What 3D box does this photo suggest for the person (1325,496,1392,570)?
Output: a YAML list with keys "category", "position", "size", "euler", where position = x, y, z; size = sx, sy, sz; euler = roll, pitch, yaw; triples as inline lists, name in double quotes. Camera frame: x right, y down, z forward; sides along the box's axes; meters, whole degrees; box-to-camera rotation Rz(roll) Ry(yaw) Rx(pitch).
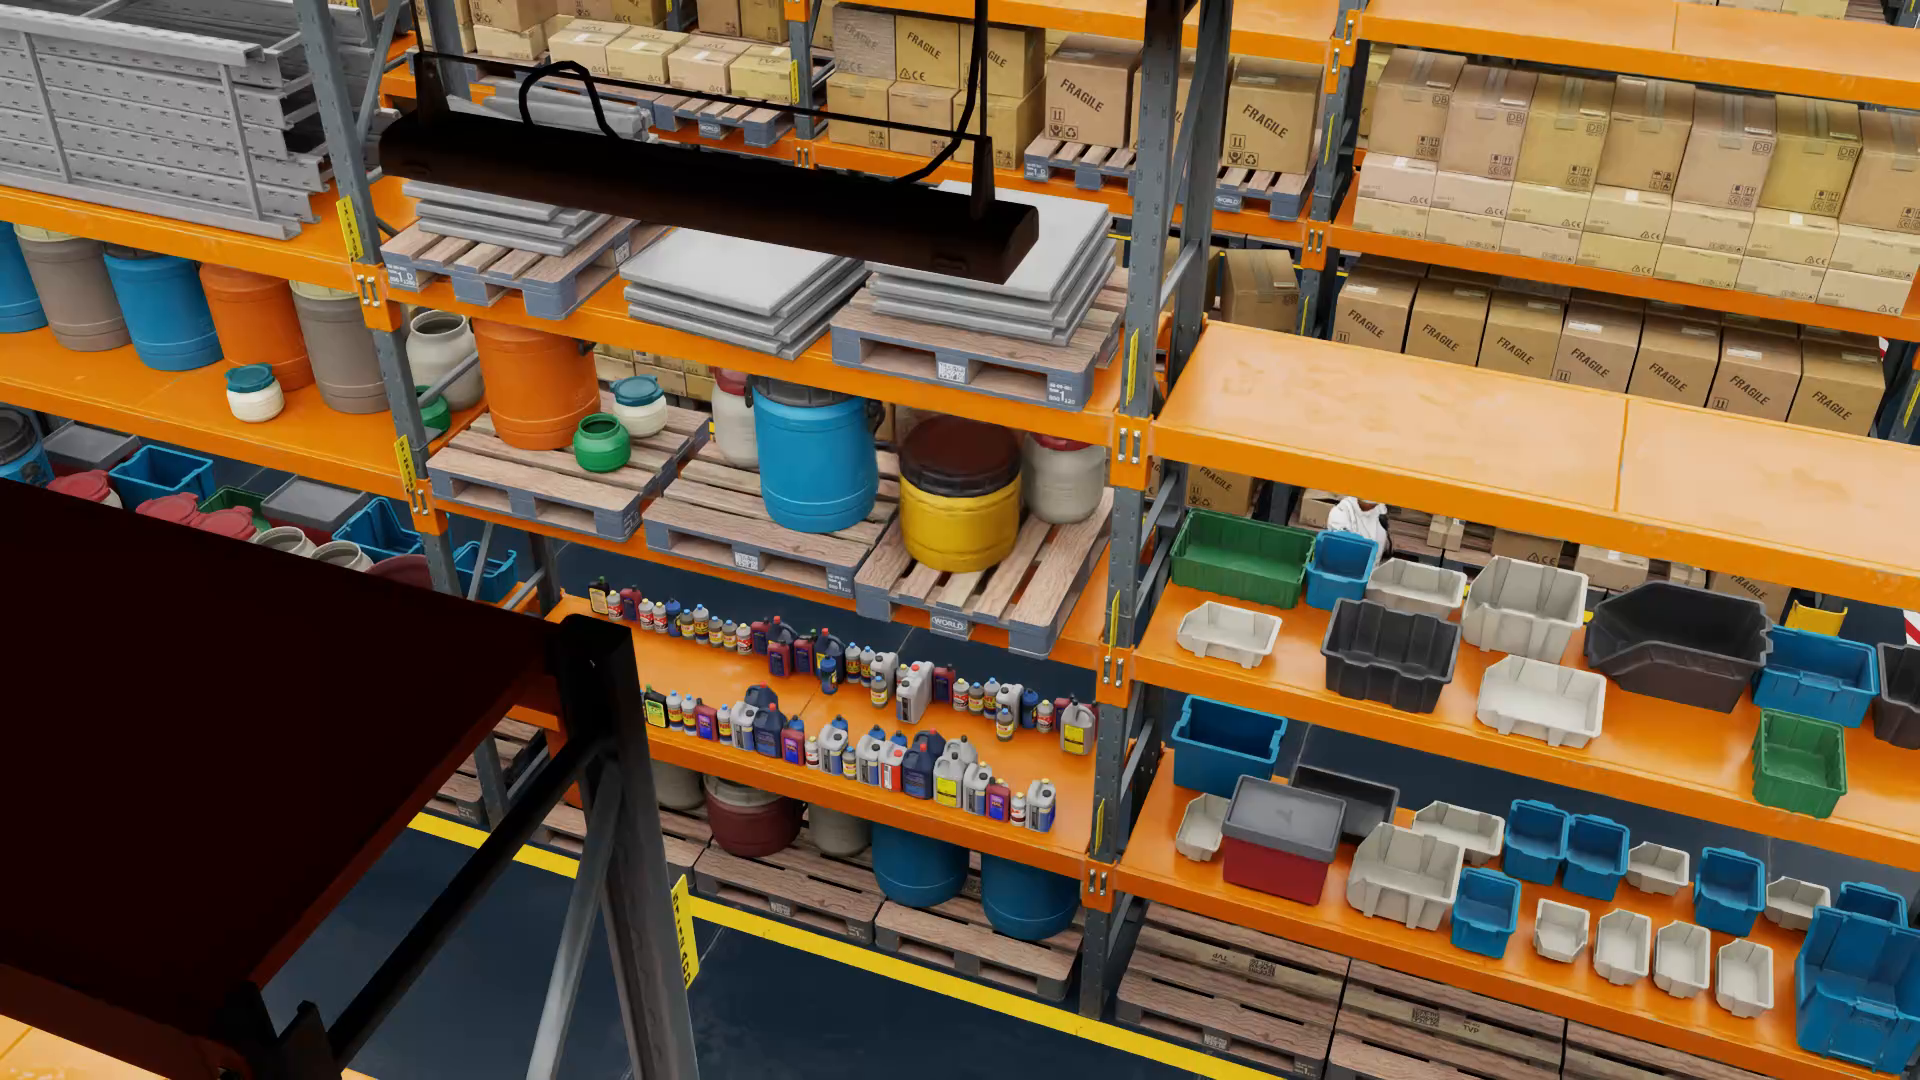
- category: "person"
  position: [2.720, 0.221, 11.699]
  size: [0.549, 1.667, 0.453]
  euler: [-21, 41, -26]
